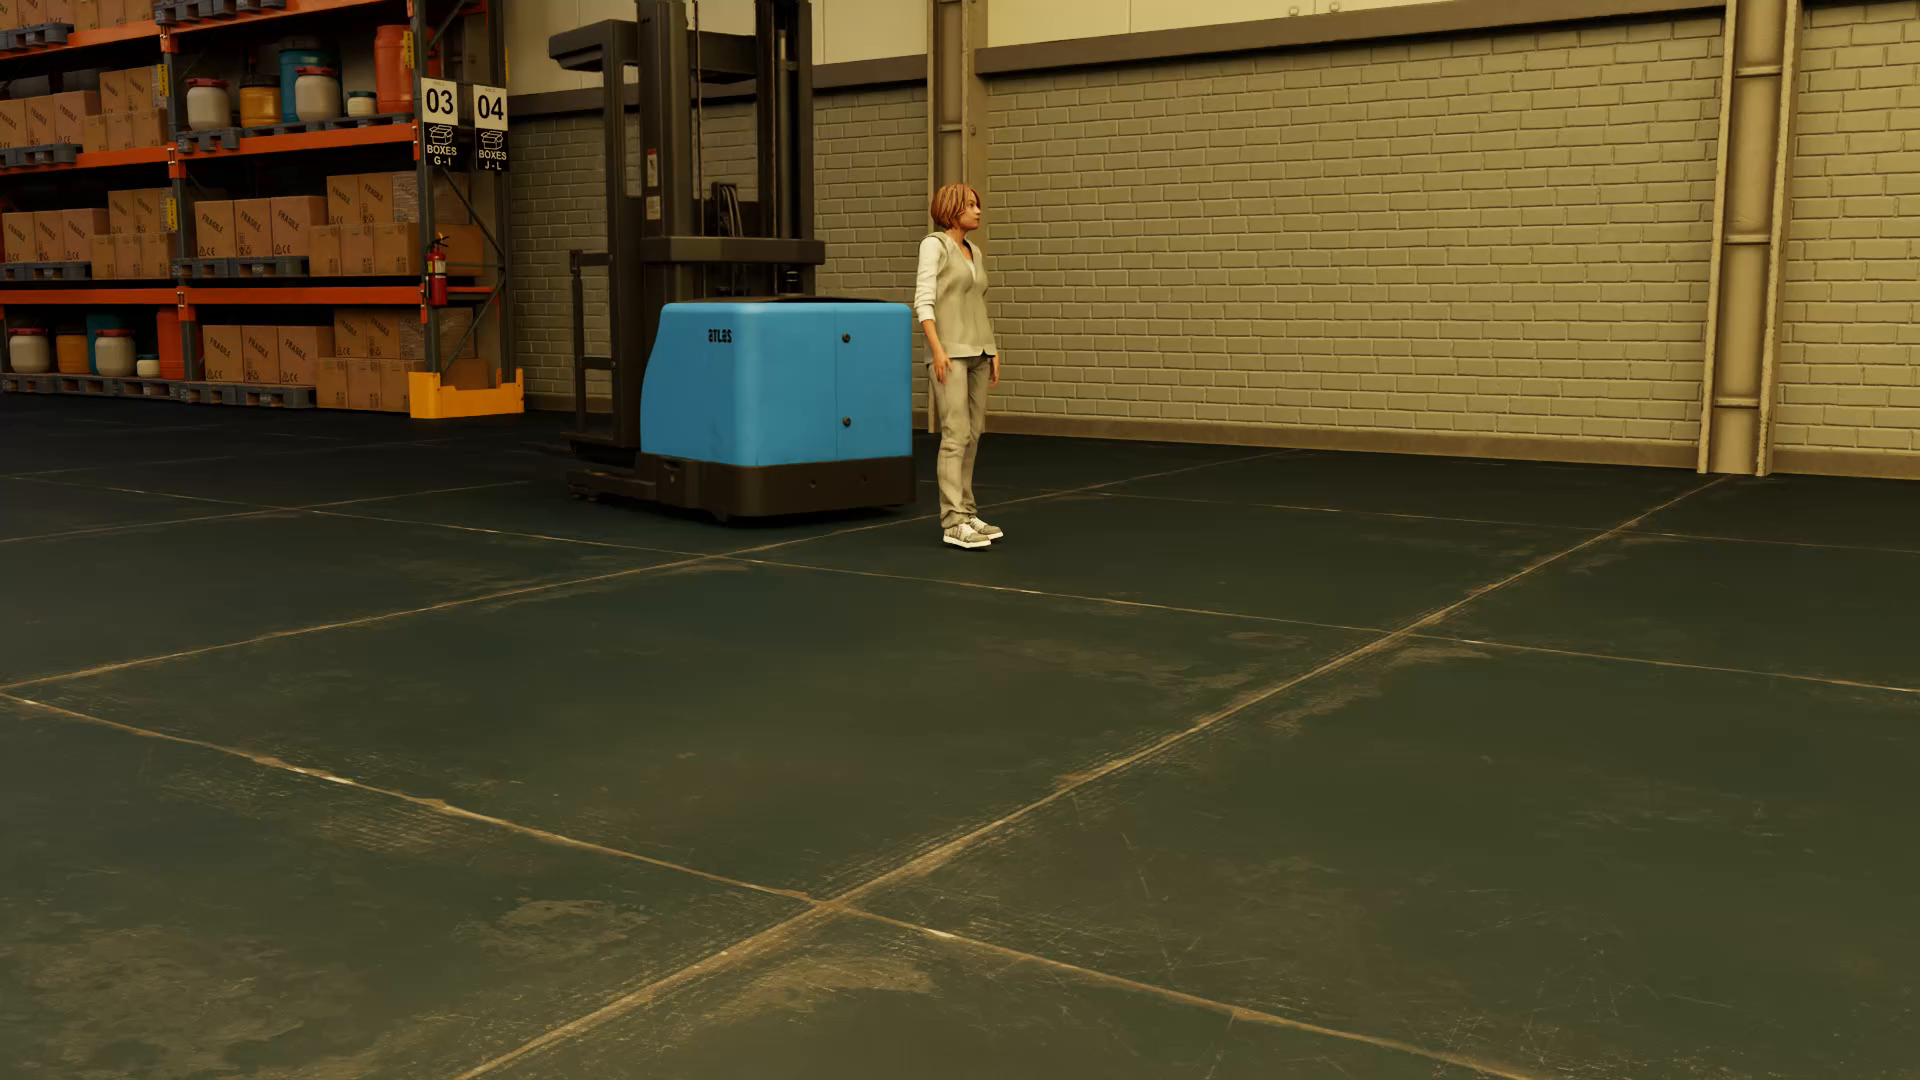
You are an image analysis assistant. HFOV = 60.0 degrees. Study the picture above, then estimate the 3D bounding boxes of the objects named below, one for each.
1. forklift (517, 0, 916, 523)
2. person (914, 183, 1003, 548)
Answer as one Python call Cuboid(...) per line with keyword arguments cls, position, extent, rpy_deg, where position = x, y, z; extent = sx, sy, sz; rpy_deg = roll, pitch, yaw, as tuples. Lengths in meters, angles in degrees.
Cuboid(cls="forklift", position=(-1.531, -1.695, 9.109), extent=(1.130, 2.935, 3.031), rpy_deg=(-6, 10, -38))
Cuboid(cls="person", position=(0.053, -0.791, 7.437), extent=(0.474, 1.598, 0.519), rpy_deg=(5, 10, 34))
